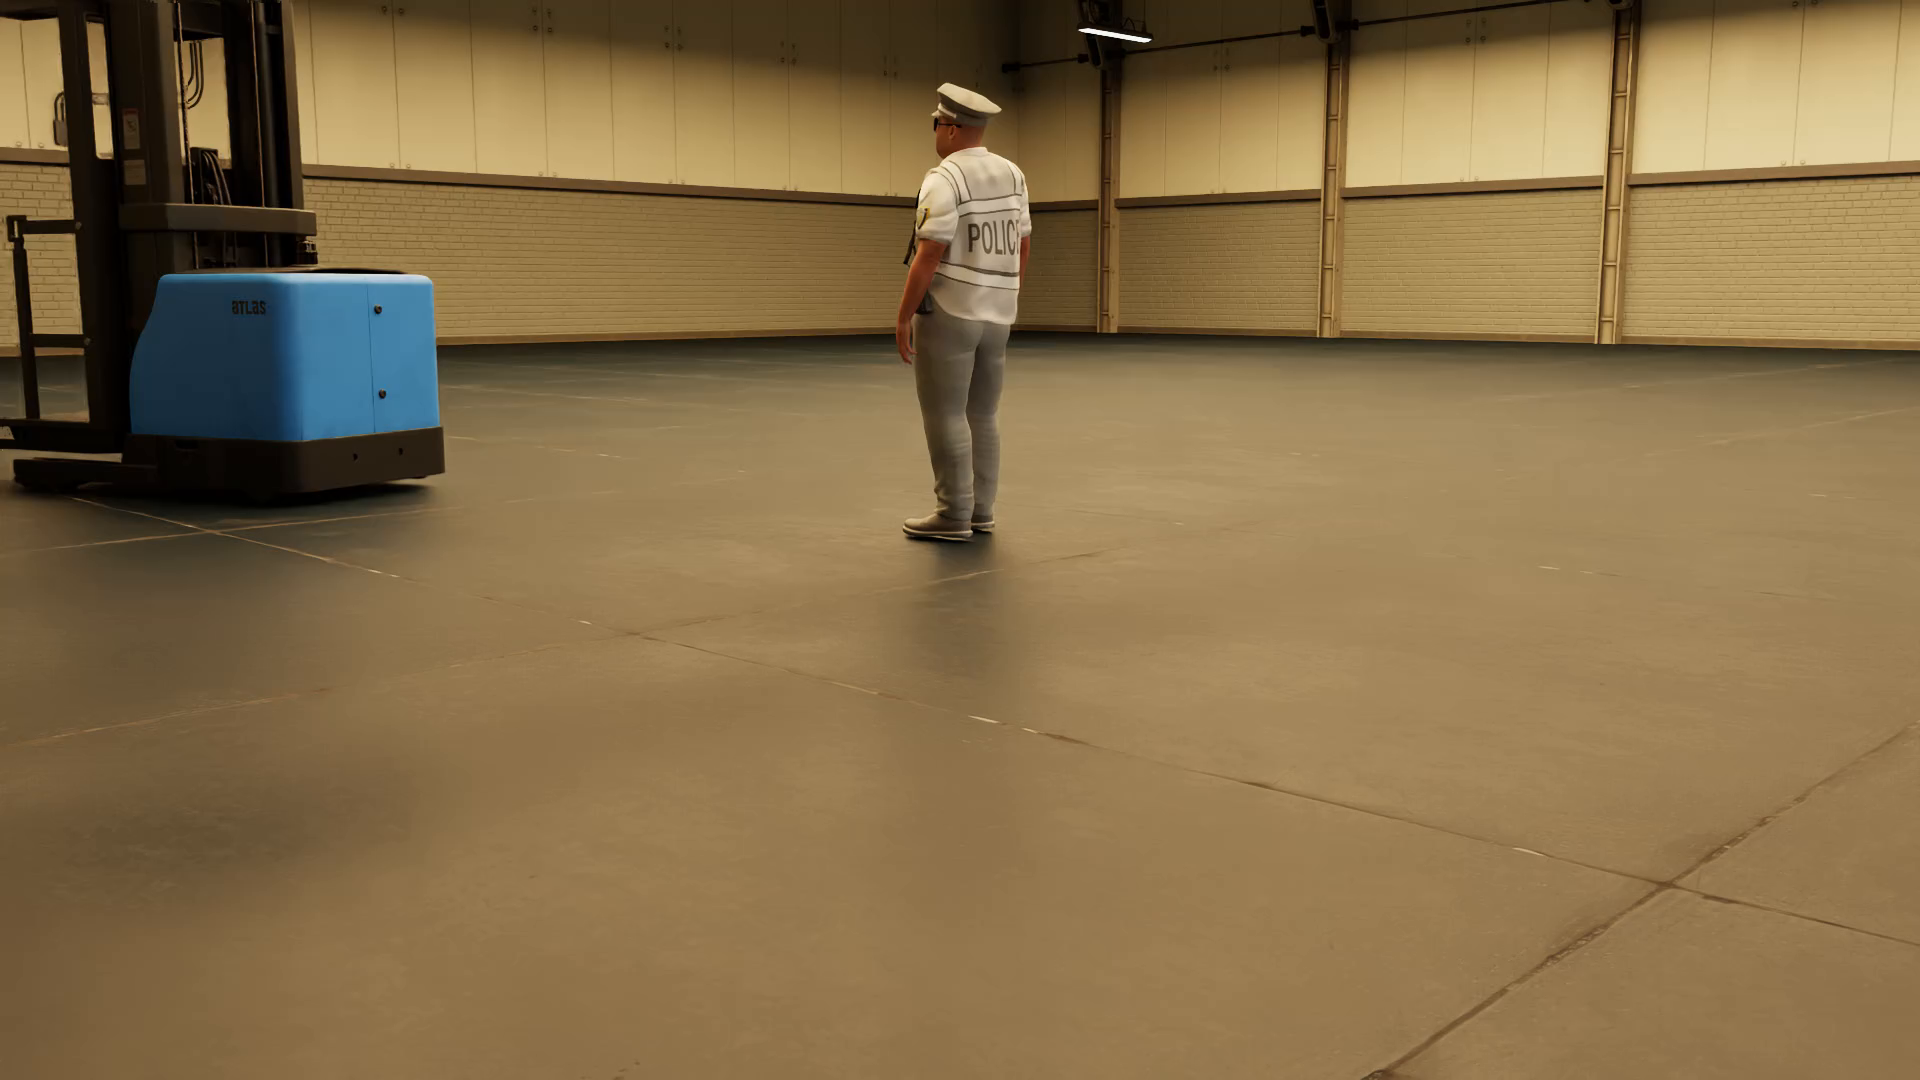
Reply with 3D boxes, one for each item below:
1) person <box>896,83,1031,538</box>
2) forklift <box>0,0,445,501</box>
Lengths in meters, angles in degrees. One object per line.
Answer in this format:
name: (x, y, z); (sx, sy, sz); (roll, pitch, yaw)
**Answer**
person: (-0.047, -0.897, 6.645); (0.575, 1.781, 0.640); (8, 12, 43)
forklift: (-4.197, -1.751, 8.506); (3.031, 2.935, 1.130); (4, 9, 25)
